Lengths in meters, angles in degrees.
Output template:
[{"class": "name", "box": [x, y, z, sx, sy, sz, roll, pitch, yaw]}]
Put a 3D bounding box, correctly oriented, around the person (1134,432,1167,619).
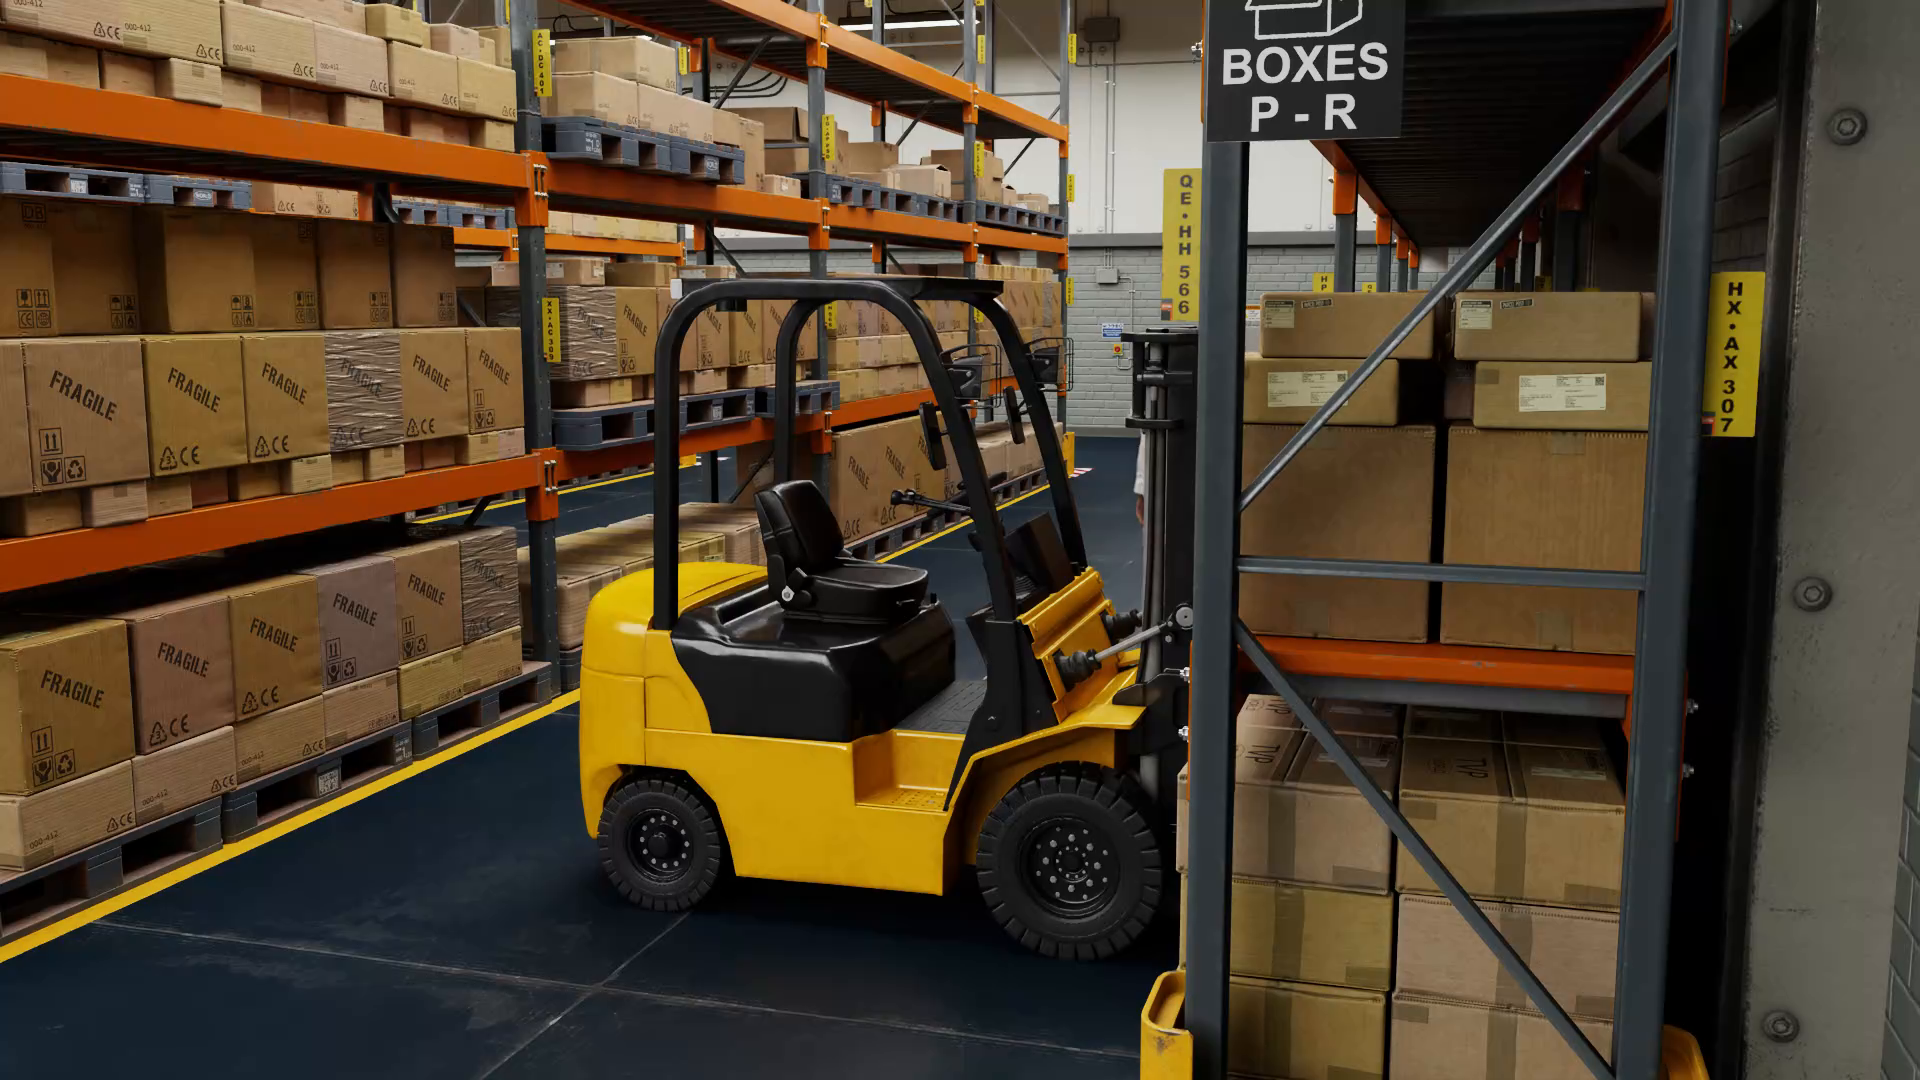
[{"class": "person", "box": [1.368, -0.246, 9.968, 0.616, 1.779, 0.484, 3, 9, 19]}]
